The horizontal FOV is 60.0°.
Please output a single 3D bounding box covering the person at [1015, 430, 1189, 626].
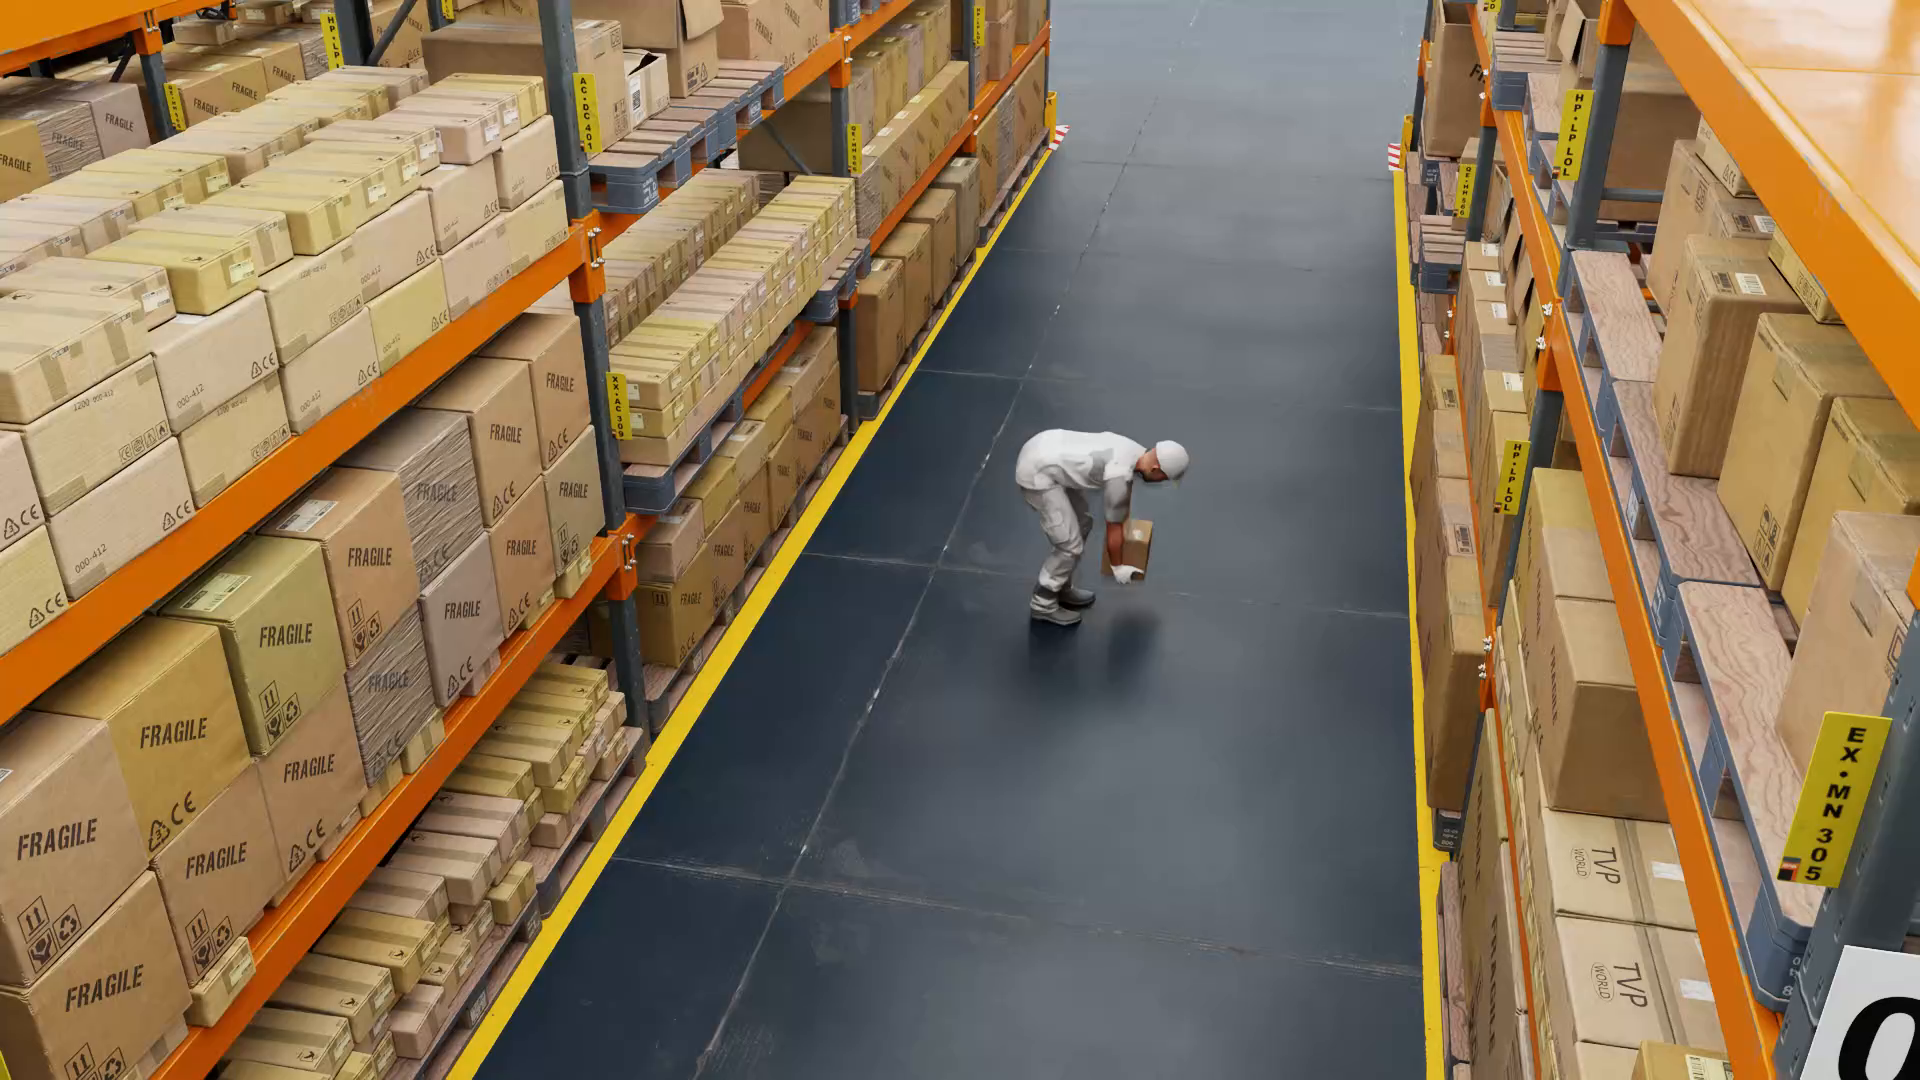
[{"bbox_3d":[0.786,-0.075,9.420,0.962,1.130,0.490,5,29,9],"label":"person"}]
